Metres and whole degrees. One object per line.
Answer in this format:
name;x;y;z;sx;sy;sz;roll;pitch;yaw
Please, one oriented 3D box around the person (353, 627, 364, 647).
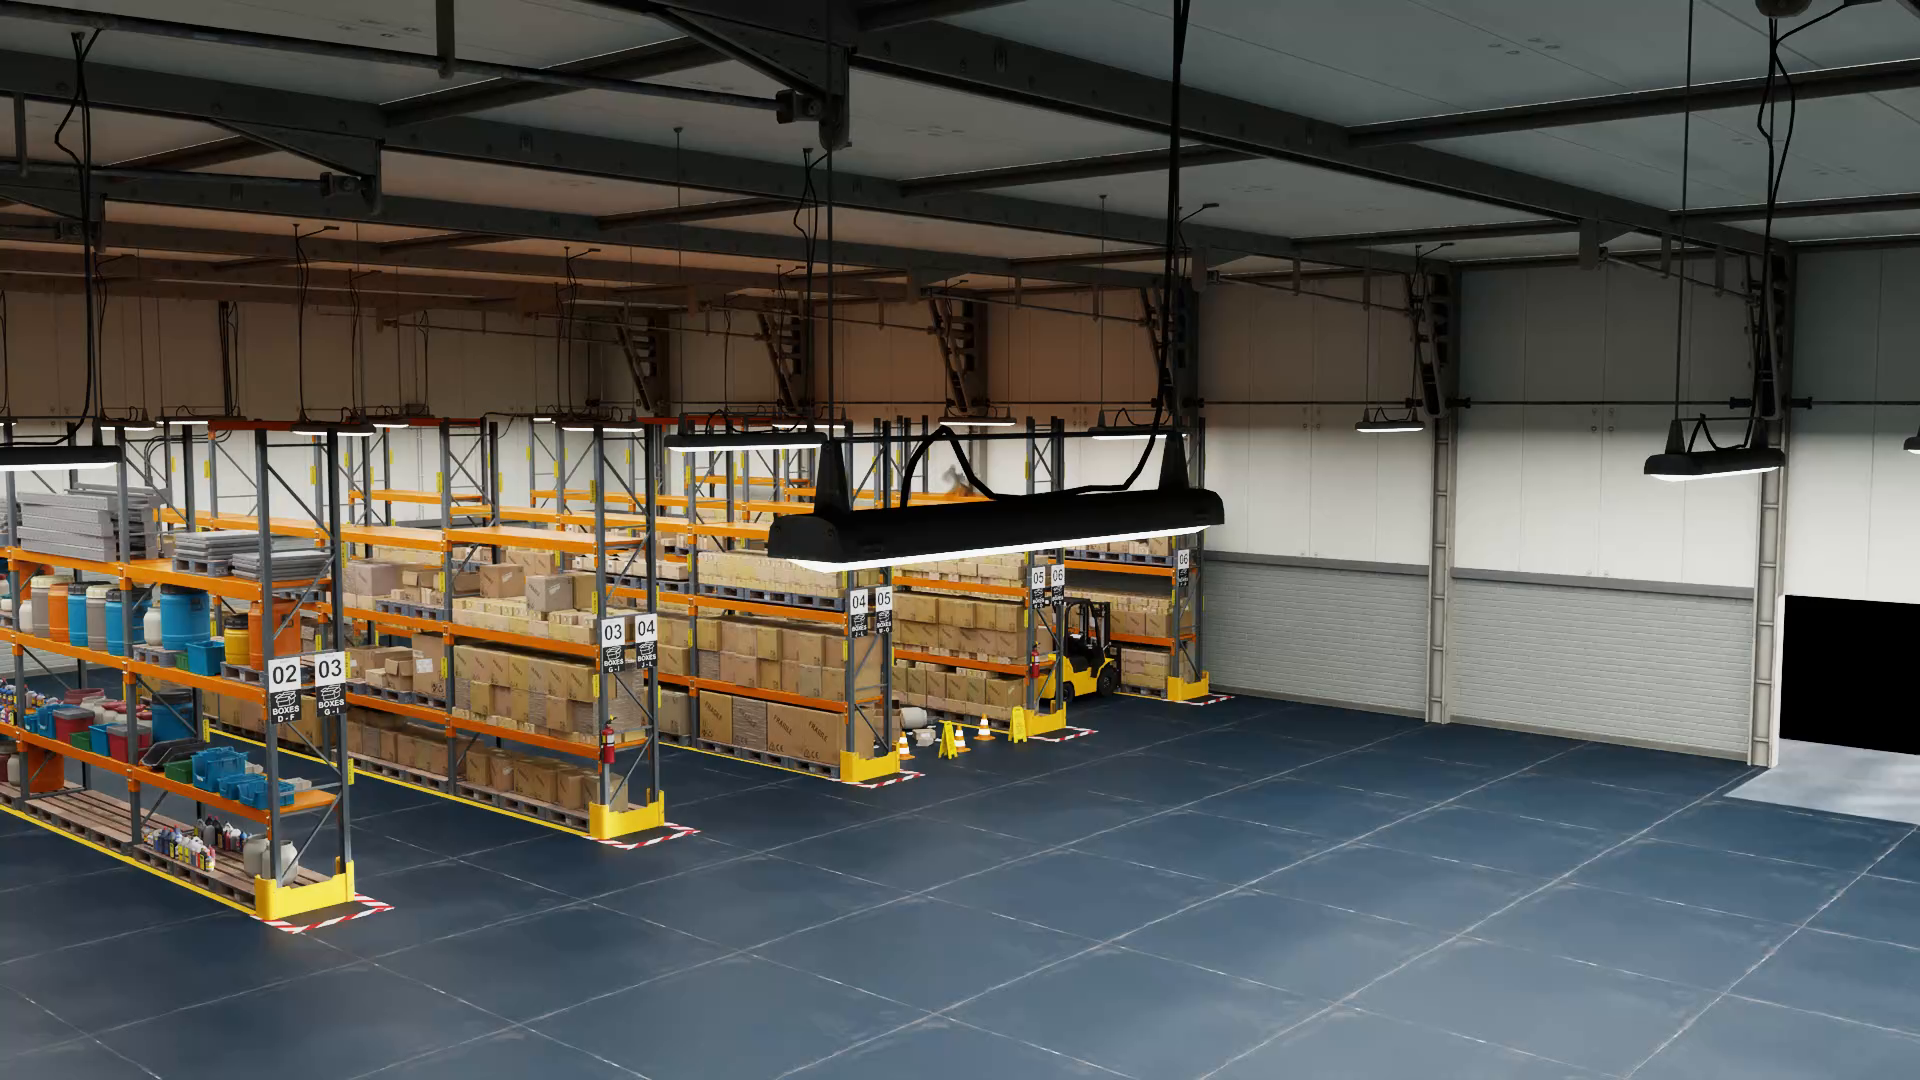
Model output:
person;-13.156;2.608;35.939;0.597;1.514;0.787;-4;6;-43
